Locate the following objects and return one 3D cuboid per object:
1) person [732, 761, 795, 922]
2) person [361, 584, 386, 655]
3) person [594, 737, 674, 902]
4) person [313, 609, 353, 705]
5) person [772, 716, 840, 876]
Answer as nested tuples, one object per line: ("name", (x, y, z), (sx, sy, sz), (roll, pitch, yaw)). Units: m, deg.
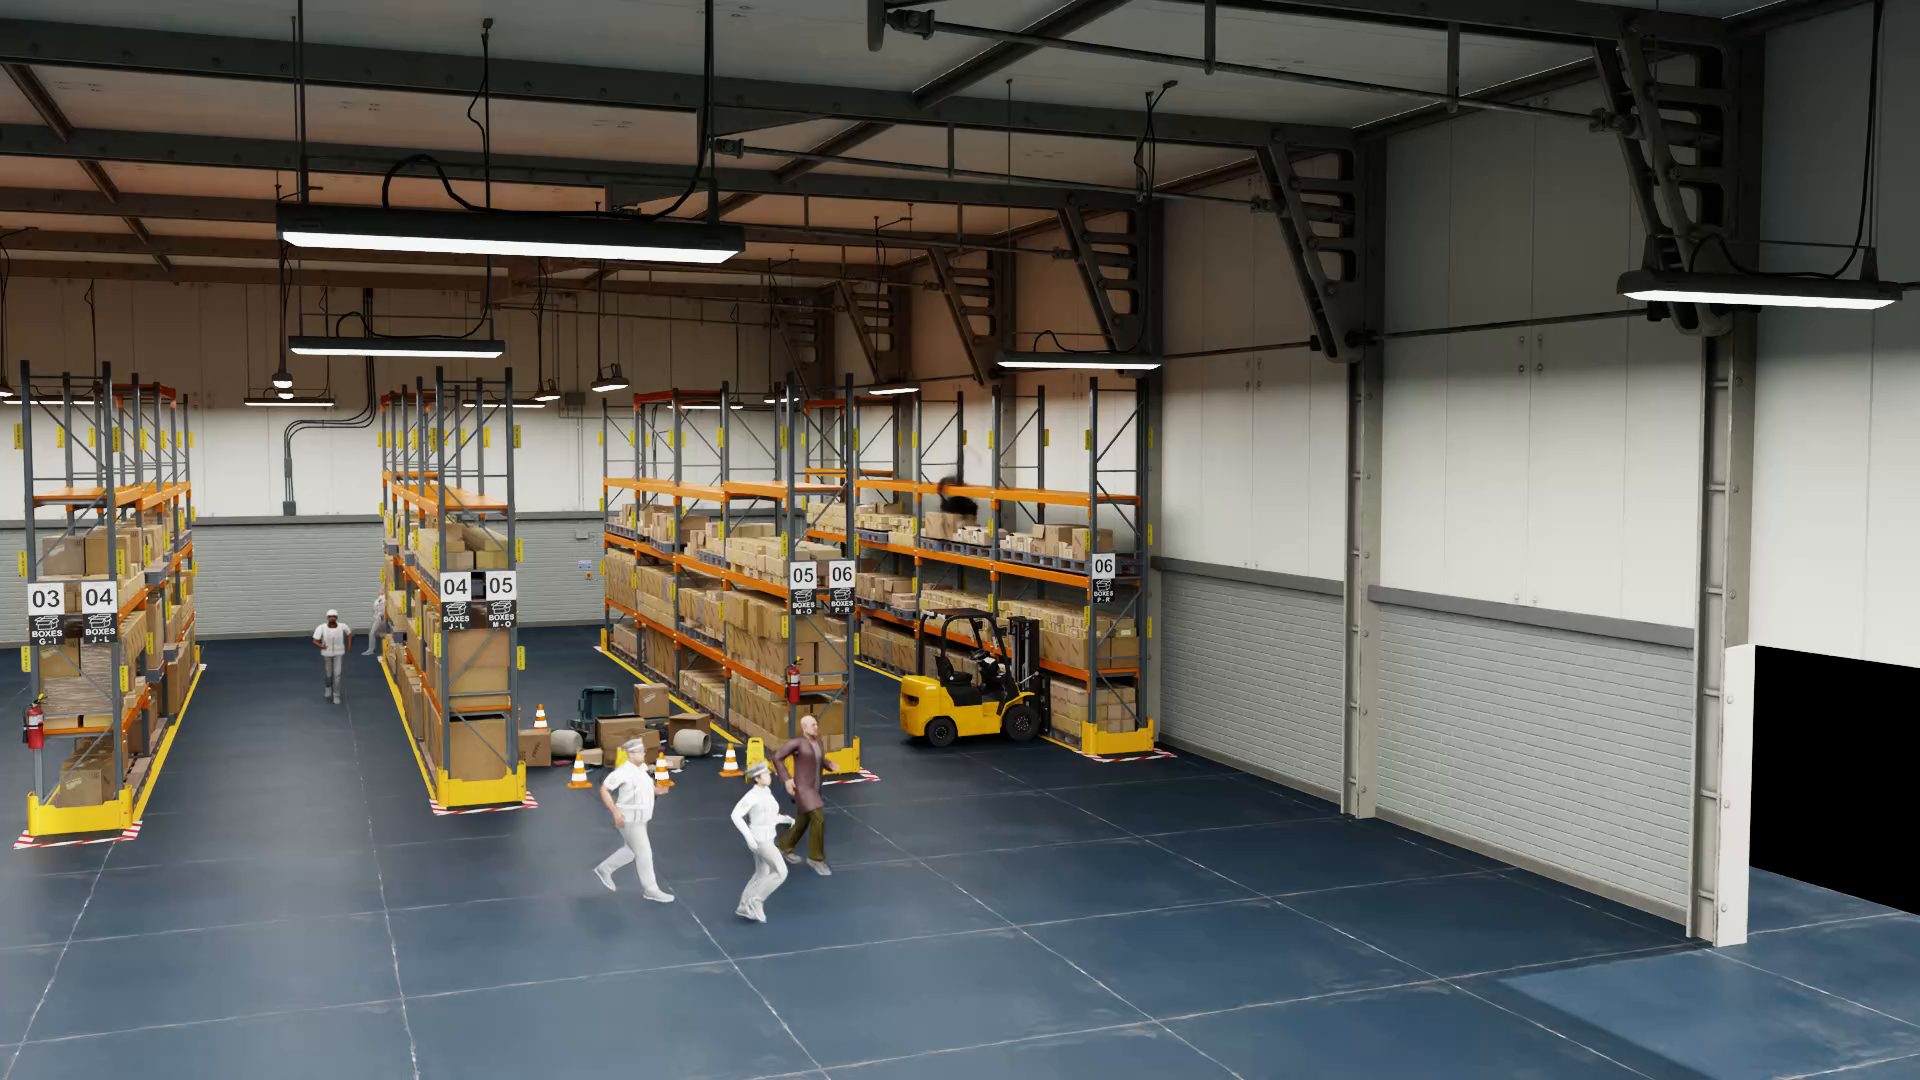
("person", (-2.026, 3.116, 17.238), (0.641, 1.666, 0.586), (0, 3, 7))
("person", (-13.469, 1.840, 38.623), (0.826, 1.655, 0.685), (-2, 4, -33))
("person", (-3.550, 3.013, 18.016), (0.956, 1.753, 0.663), (1, 4, 14))
("person", (-11.979, 2.206, 31.773), (0.724, 1.782, 0.865), (-1, 4, -23))
("person", (-1.802, 2.955, 19.375), (0.873, 1.841, 0.688), (1, 4, 23))
